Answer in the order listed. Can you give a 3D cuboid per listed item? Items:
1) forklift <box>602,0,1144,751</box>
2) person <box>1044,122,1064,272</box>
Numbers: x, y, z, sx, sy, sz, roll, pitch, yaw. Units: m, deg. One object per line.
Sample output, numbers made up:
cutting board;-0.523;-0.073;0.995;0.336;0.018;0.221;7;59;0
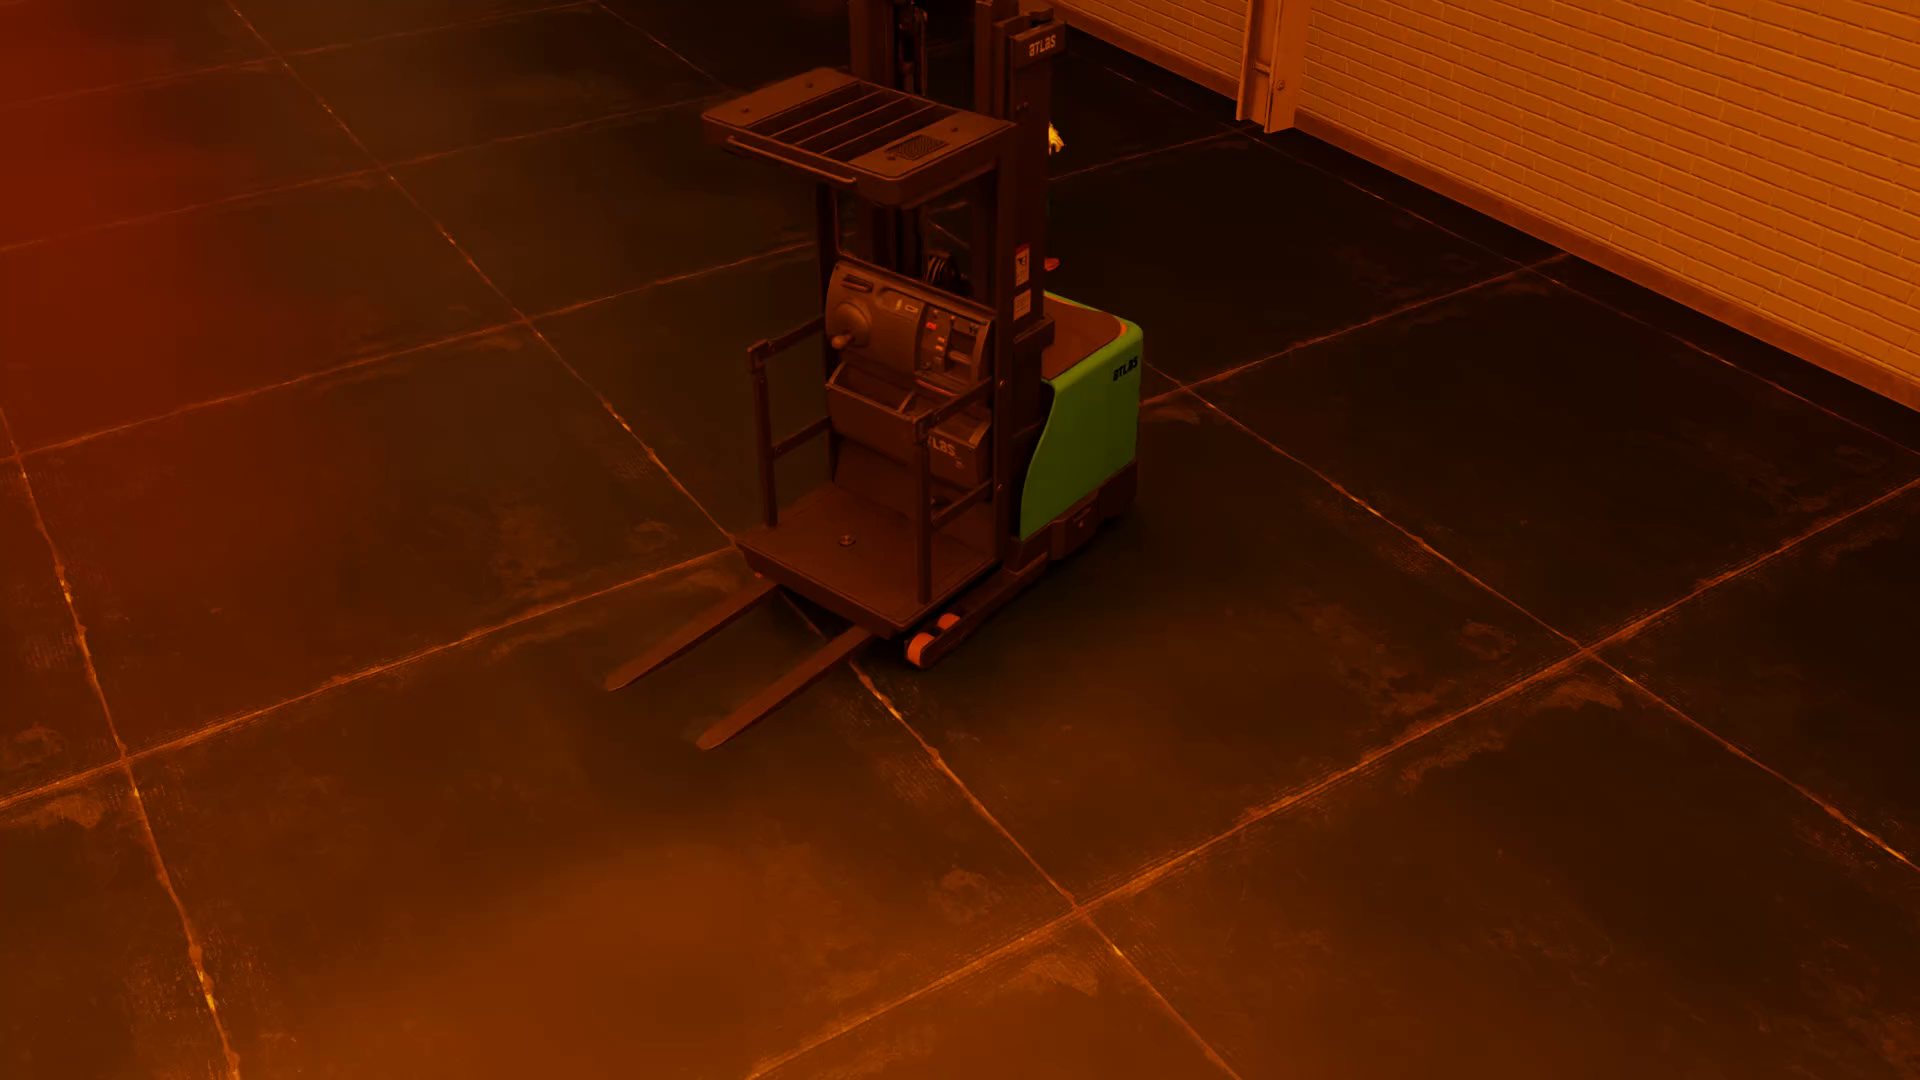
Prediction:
forklift;-0.379;-0.921;7.458;1.130;2.935;3.031;25;42;31
person;0.410;-2.603;10.919;0.520;1.728;0.763;-4;35;-6
